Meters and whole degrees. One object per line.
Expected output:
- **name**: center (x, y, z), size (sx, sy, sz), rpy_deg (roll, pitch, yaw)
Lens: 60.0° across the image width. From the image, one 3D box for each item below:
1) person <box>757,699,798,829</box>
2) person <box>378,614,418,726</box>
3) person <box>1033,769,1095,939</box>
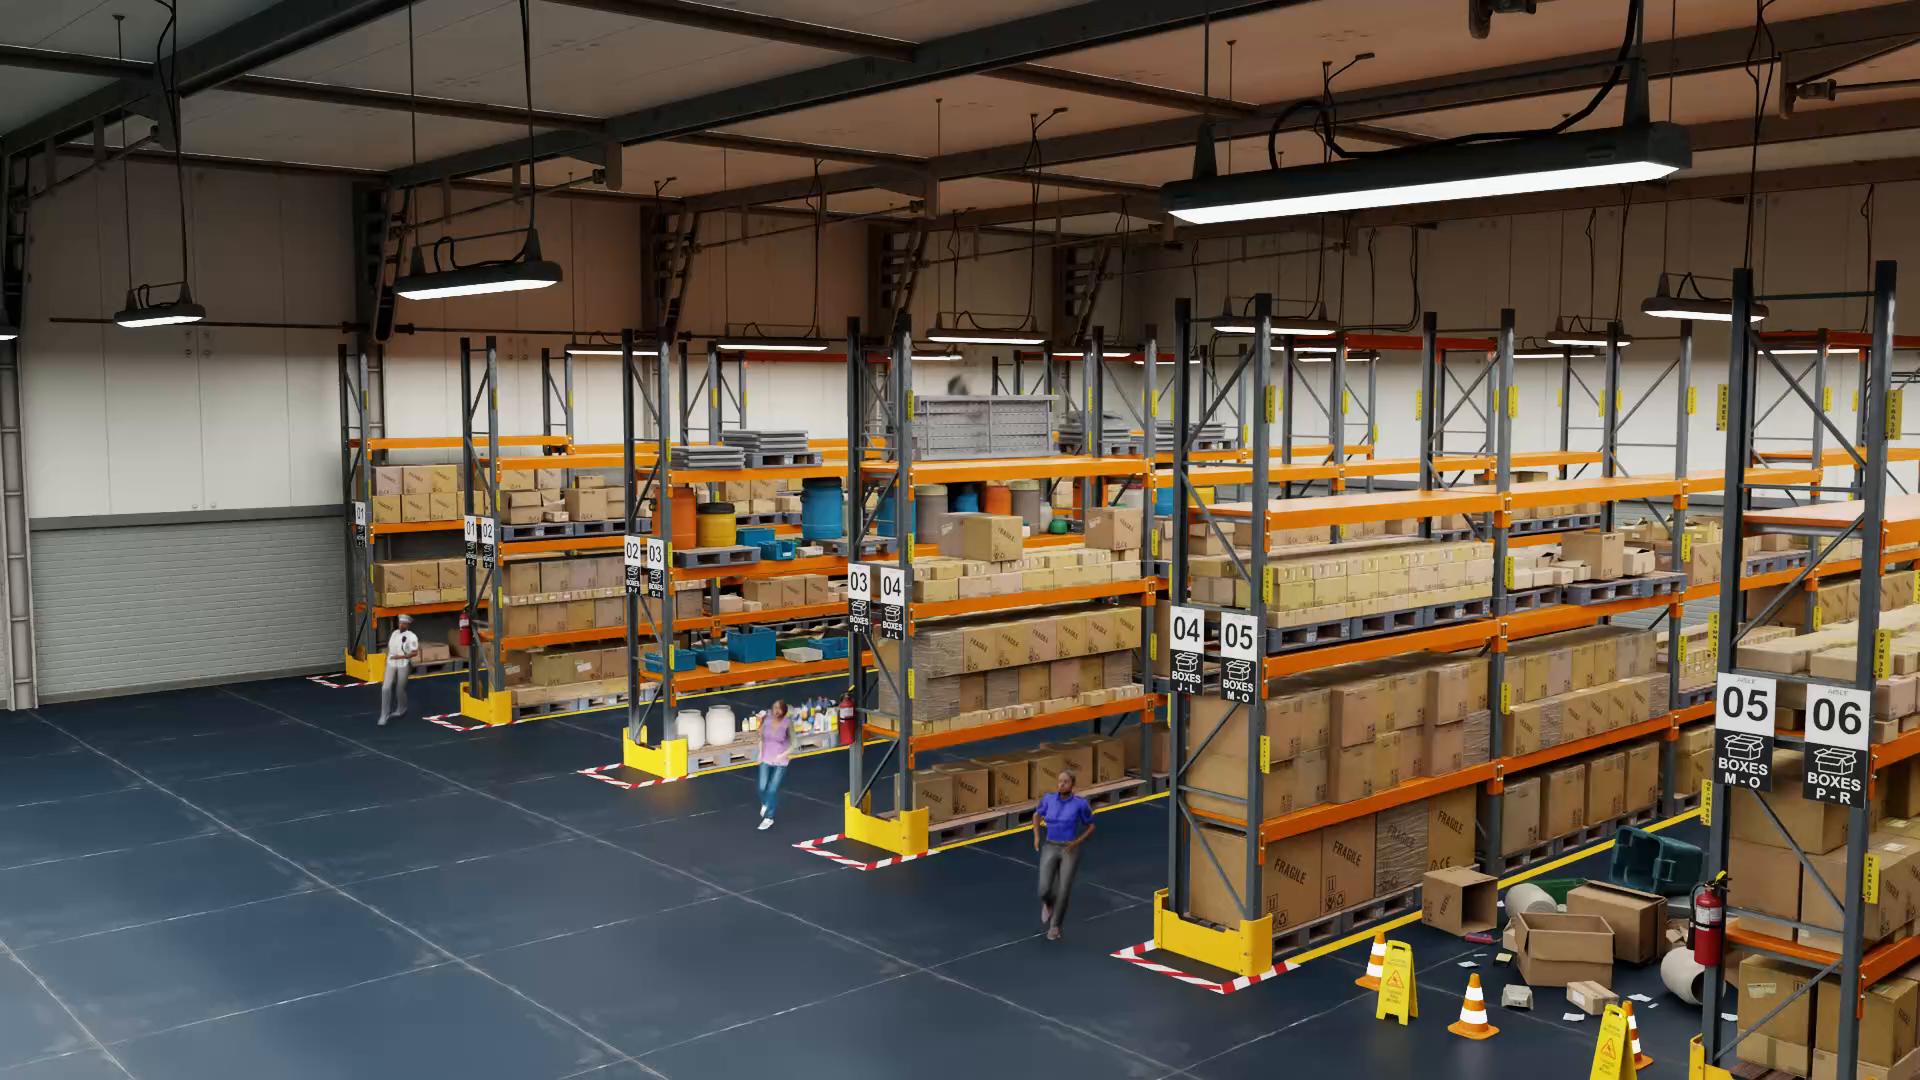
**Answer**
- **person**: center (-2.172, 2.642, 19.648), size (0.529, 1.556, 0.518), rpy_deg (1, 5, 10)
- **person**: center (-8.752, 1.995, 25.980), size (0.584, 1.694, 0.823), rpy_deg (0, 5, 4)
- **person**: center (0.967, 2.966, 15.735), size (0.610, 1.616, 0.509), rpy_deg (1, 5, 15)
